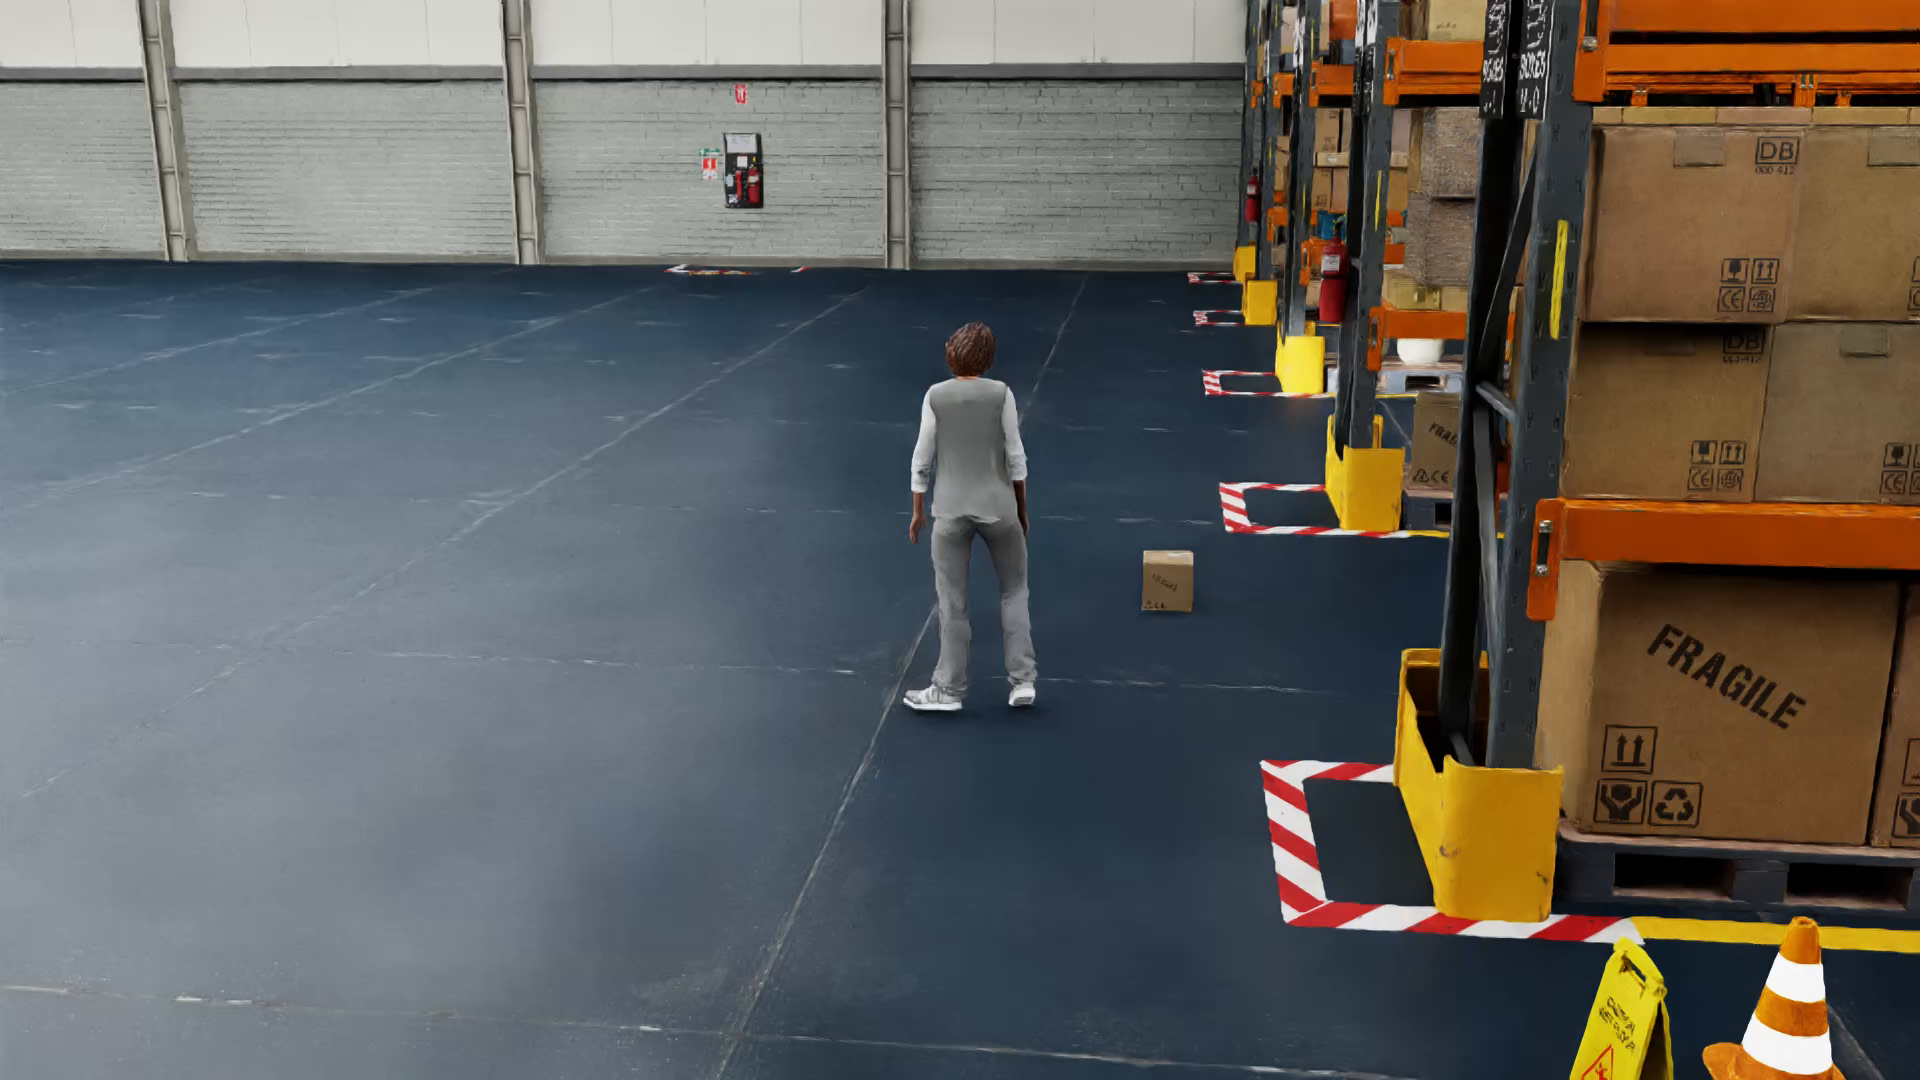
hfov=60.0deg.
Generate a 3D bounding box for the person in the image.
[{"bbox_3d":[0.042,-0.080,6.773,0.555,1.616,0.318,0,15,-1],"label":"person"}]
